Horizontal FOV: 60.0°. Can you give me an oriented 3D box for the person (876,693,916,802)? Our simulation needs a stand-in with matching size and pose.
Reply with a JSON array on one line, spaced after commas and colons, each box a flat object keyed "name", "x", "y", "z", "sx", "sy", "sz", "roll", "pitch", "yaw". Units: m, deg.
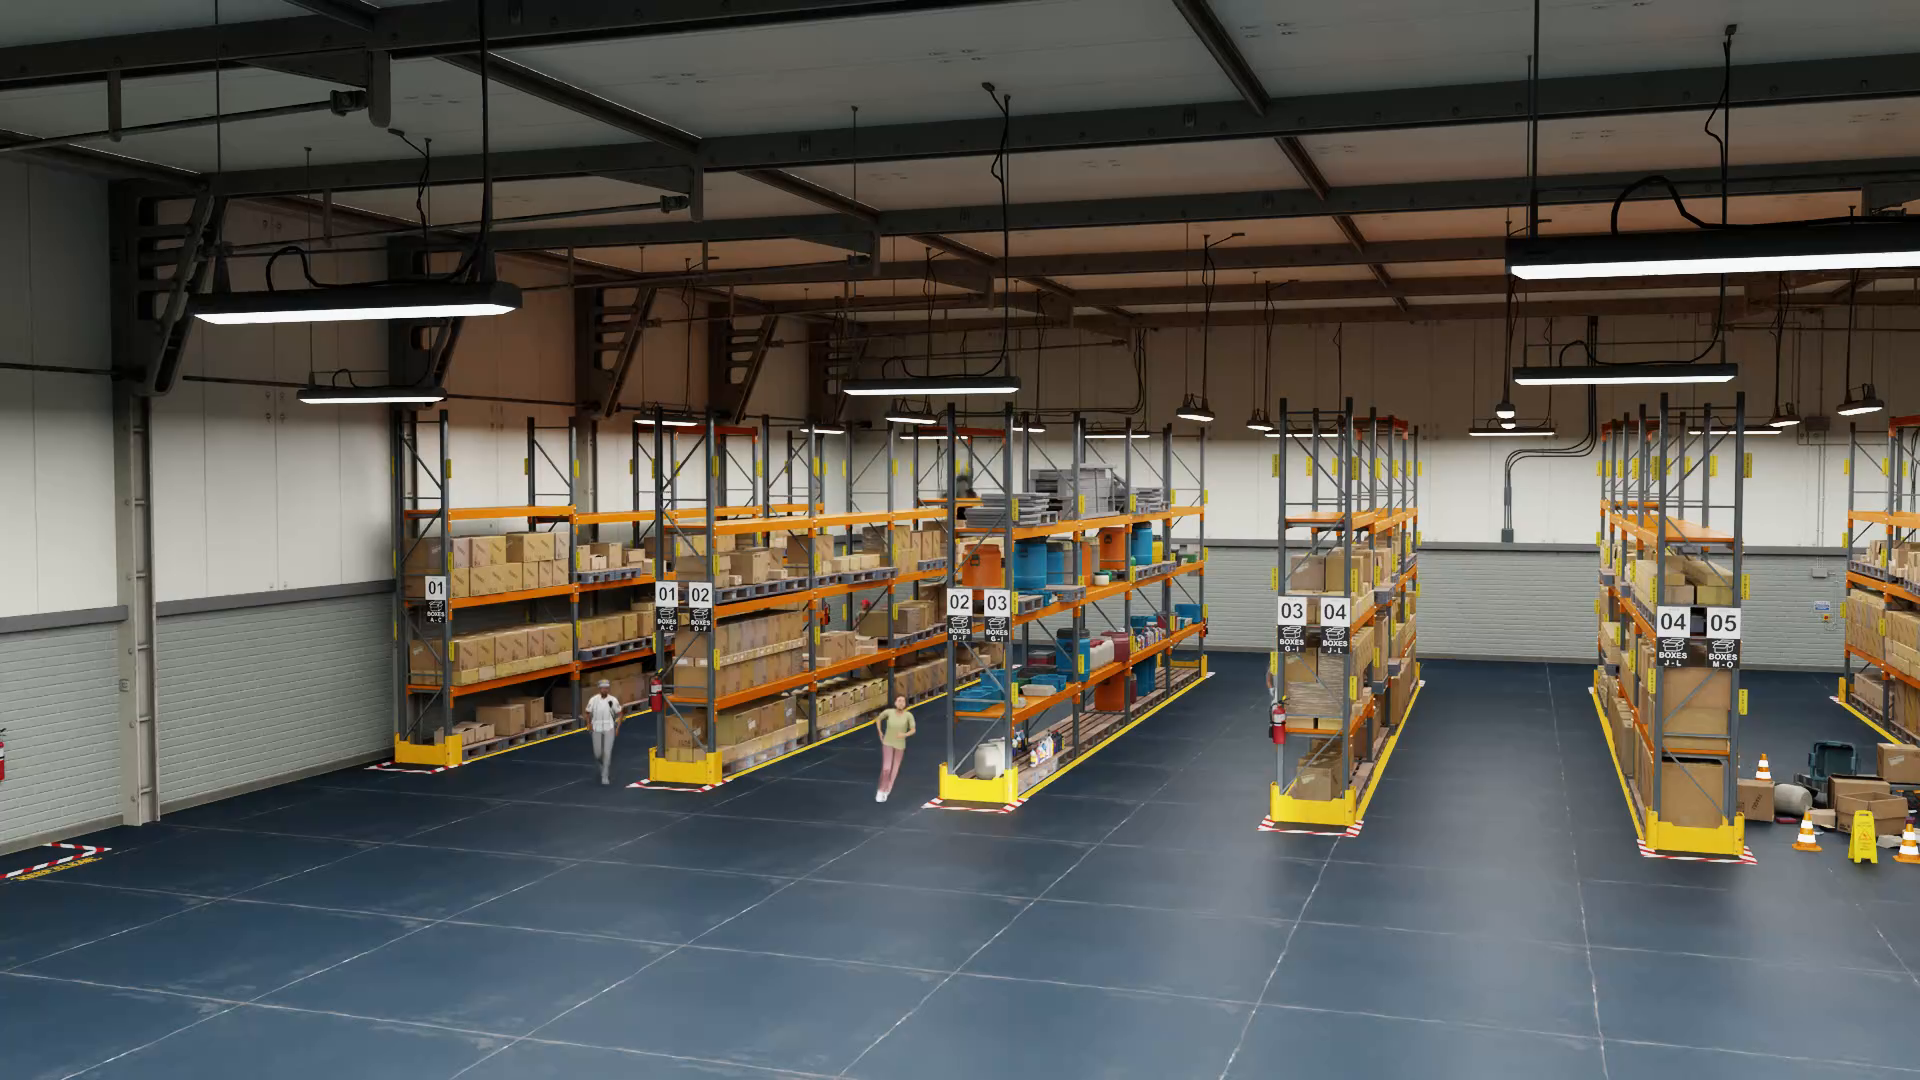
[{"name": "person", "x": -0.971, "y": 3.108, "z": 24.973, "sx": 0.597, "sy": 1.636, "sz": 0.620, "roll": 0, "pitch": 2, "yaw": -10}]

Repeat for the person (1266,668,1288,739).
[{"name": "person", "x": 5.997, "y": 2.889, "z": 30.678, "sx": 0.687, "sy": 1.609, "sz": 0.914, "roll": 1, "pitch": 3, "yaw": 20}]

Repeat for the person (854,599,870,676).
[{"name": "person", "x": -2.205, "y": 2.253, "z": 38.131, "sx": 0.654, "sy": 1.790, "sz": 0.739, "roll": 1, "pitch": 3, "yaw": 12}]

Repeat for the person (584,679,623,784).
[{"name": "person", "x": -5.698, "y": 3.045, "z": 26.594, "sx": 0.610, "sy": 1.670, "sz": 0.523, "roll": 0, "pitch": 2, "yaw": -8}]
